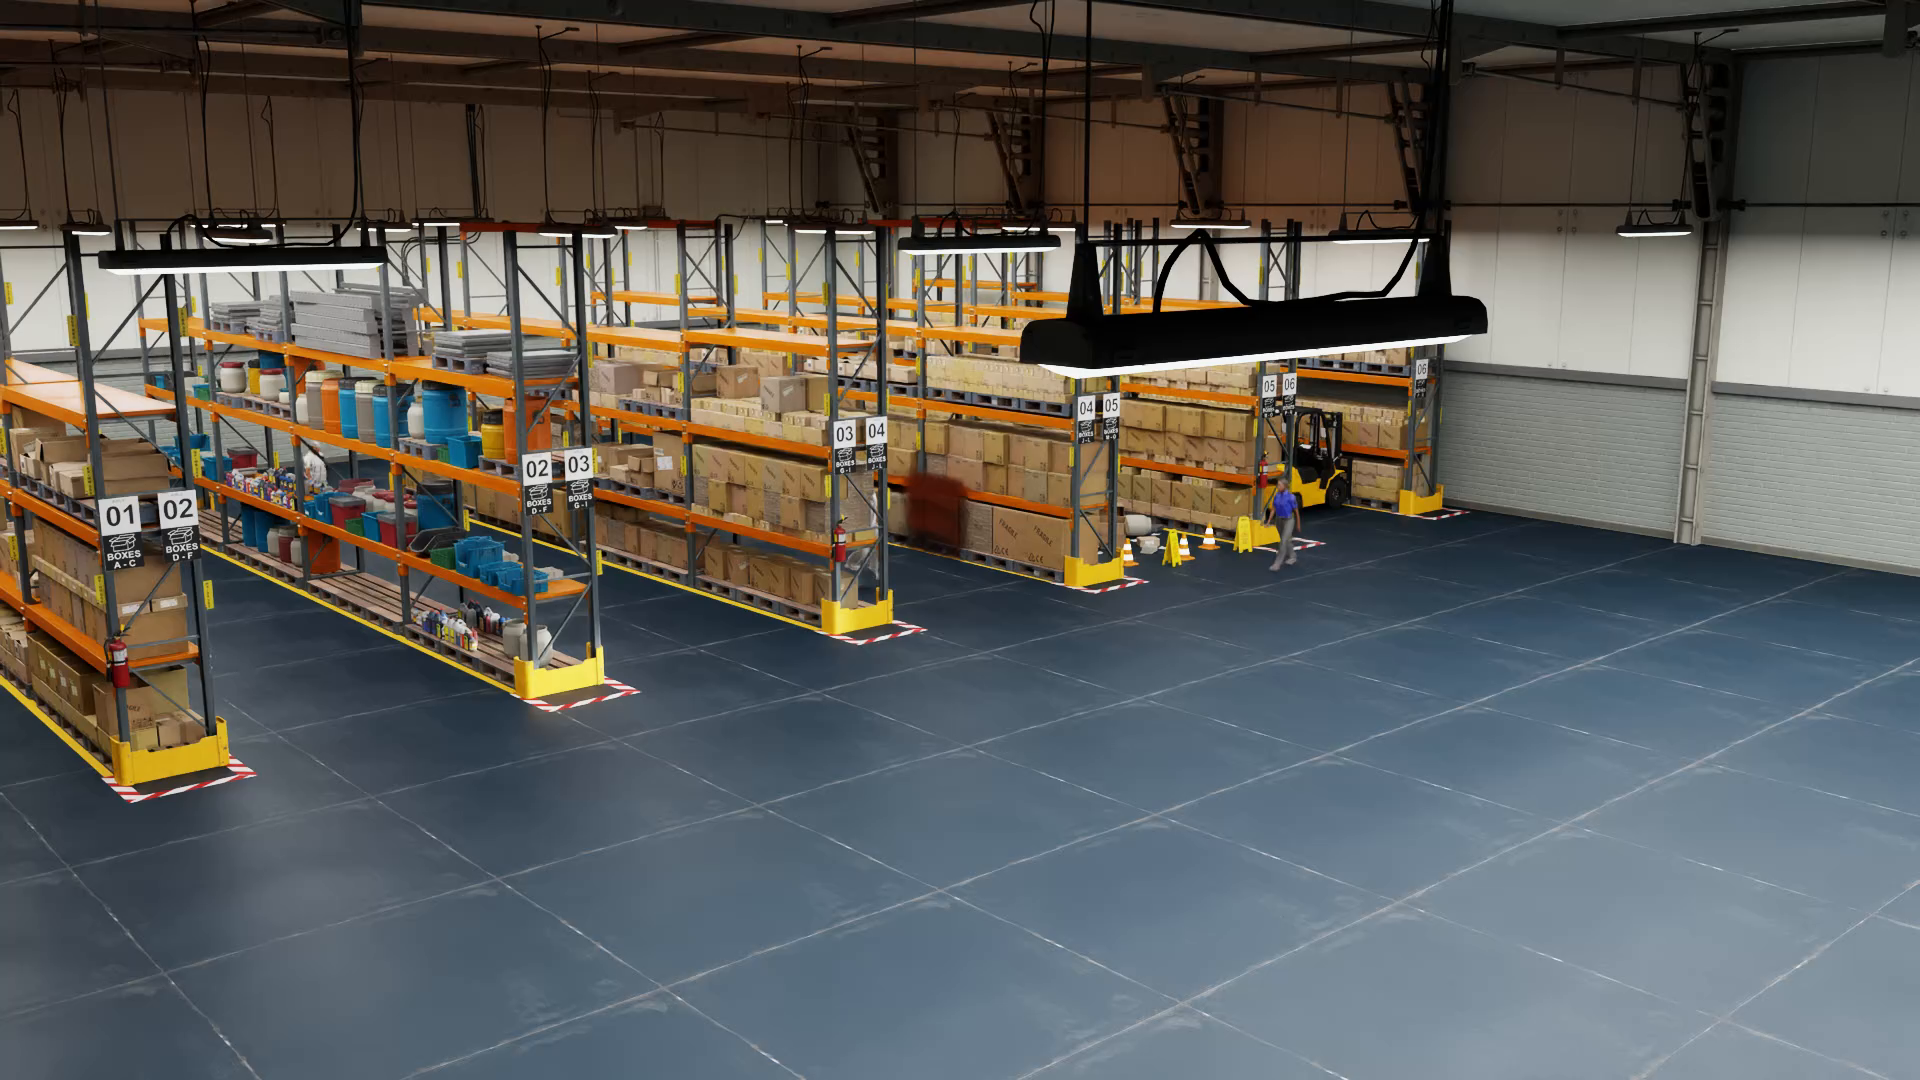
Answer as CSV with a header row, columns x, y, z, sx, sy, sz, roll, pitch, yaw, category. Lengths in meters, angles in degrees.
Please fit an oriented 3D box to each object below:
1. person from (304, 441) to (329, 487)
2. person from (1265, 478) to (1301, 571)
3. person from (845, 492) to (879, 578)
x,y,z,sx,sy,sz,roll,pitch,yaw,category
-12.955,-1.180,33.544,0.927,1.639,0.490,10,15,41,person
5.670,-0.301,29.170,0.516,1.585,1.041,11,16,44,person
-1.588,-0.239,27.755,0.842,1.695,0.685,10,15,42,person
